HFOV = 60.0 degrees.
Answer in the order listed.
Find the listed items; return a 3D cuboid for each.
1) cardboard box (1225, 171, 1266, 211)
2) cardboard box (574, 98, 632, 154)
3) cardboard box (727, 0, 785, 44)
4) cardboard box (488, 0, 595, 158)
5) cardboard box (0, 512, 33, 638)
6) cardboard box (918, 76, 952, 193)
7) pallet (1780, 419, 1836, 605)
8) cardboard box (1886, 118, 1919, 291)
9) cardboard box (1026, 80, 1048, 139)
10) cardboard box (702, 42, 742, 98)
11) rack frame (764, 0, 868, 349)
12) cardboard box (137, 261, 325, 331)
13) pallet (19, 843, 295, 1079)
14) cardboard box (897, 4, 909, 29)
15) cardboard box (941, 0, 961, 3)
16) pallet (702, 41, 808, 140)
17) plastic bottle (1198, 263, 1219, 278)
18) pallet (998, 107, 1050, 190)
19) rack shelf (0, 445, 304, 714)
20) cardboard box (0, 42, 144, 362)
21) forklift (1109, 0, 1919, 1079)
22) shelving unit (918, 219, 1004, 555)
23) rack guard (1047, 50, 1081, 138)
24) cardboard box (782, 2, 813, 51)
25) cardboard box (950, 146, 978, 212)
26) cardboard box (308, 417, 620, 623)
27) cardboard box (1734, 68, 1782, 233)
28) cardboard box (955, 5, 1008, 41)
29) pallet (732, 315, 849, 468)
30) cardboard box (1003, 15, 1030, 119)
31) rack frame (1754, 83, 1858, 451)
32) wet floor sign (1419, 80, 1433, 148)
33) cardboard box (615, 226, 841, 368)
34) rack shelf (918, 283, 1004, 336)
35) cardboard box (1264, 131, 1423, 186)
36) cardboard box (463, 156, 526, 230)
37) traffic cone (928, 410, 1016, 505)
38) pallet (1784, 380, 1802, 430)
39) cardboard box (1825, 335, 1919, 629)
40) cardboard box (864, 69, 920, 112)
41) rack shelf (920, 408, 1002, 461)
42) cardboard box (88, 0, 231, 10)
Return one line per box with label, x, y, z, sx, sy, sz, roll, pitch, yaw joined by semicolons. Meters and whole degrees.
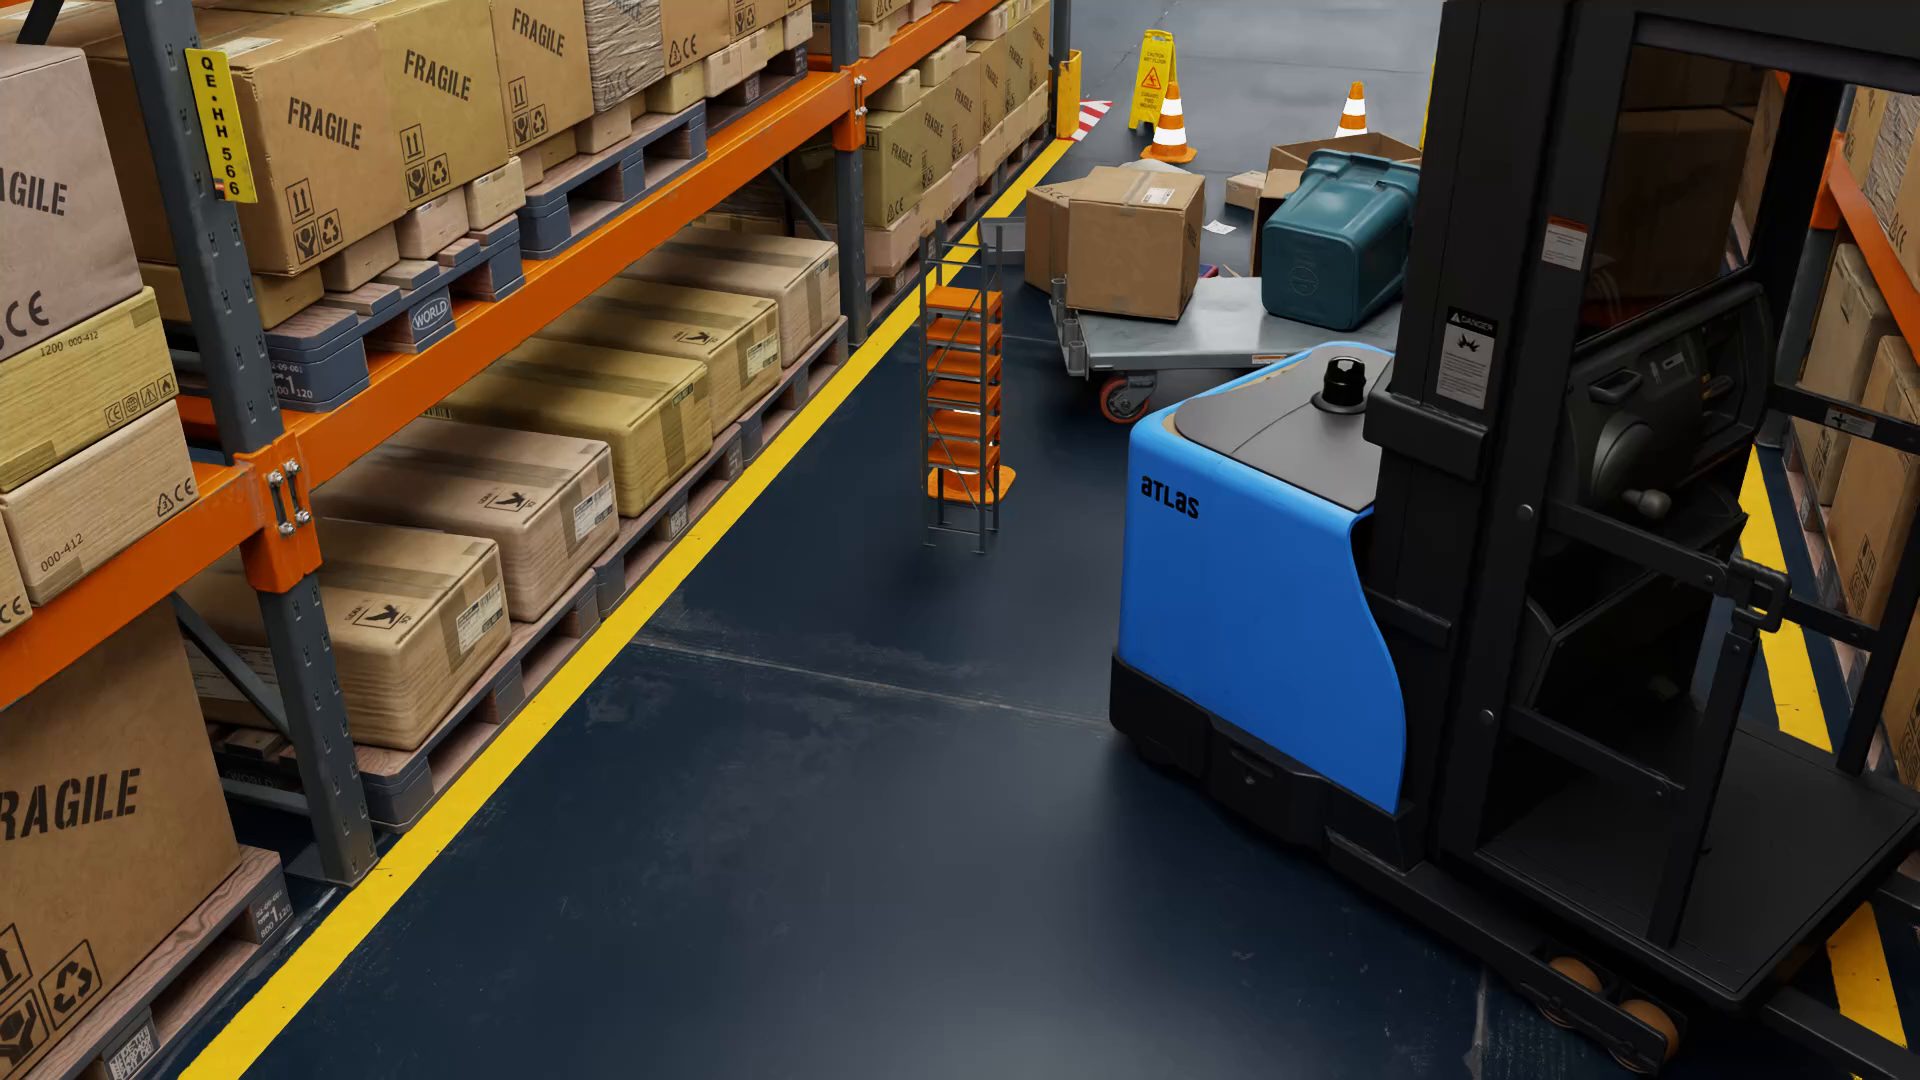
cardboard box;1.782;-2.030;9.747;0.250;0.149;0.380;-24;37;-37
cardboard box;-1.319;-1.398;5.503;0.380;0.149;0.250;9;30;16
cardboard box;-0.999;-2.193;6.267;0.500;0.500;0.500;9;30;15
cardboard box;-1.463;-1.480;4.983;0.500;0.500;0.500;9;30;16
cardboard box;-2.148;0.122;3.100;0.500;0.250;0.500;9;30;16
cardboard box;-0.361;-2.110;8.582;0.500;0.500;0.500;10;31;17
pallet;3.669;-0.067;6.153;1.003;0.211;1.213;8;30;15
cardboard box;3.115;-1.026;4.906;0.500;0.500;0.500;8;30;15
cardboard box;0.249;-2.730;10.468;0.500;0.250;0.500;8;30;15
cardboard box;-1.033;-1.746;6.129;0.380;0.149;0.250;9;30;15
rack frame;-0.938;-2.314;7.325;1.000;3.000;0.127;8;30;15
cardboard box;-1.839;-0.654;4.166;0.380;0.149;0.250;7;30;12
pallet;-2.416;1.119;4.022;1.003;0.211;1.213;8;30;15
cardboard box;-0.466;-2.558;8.021;0.380;0.149;0.250;8;30;15
cardboard box;-0.155;-2.898;8.633;0.380;0.149;0.250;9;30;15
pallet;-1.302;-1.896;6.770;1.003;0.211;1.213;8;30;15
plastic bottle;1.233;-1.362;8.636;0.133;0.061;0.283;14;32;23
pallet;-0.059;-2.547;10.611;1.003;0.211;1.213;8;30;15
rack shelf;-2.700;0.788;2.487;1.077;0.370;4.000;8;30;15
cardboard box;-2.014;-0.658;3.217;0.500;0.500;0.500;8;30;14
forklift;1.811;-0.293;3.761;1.130;2.935;3.031;-23;37;-35
shelving unit;0.004;-0.531;5.970;0.258;1.200;0.189;8;30;15
rack guard;0.213;-3.045;11.210;1.175;0.500;0.348;8;30;15
cardboard box;-0.826;-2.109;6.783;0.380;0.149;0.250;9;30;16
cardboard box;-0.208;-2.028;9.207;0.500;0.250;0.500;8;30;14
cardboard box;-1.728;-0.096;5.608;0.950;0.372;0.625;8;30;14
cardboard box;4.605;-2.035;8.576;0.875;0.875;0.875;8;30;14
cardboard box;0.050;-2.938;9.403;0.380;0.149;0.250;10;31;17
pallet;-1.166;-0.734;7.352;1.003;0.211;1.213;8;30;15
cardboard box;0.100;-2.830;9.877;0.500;0.500;0.500;10;31;17
rack frame;3.823;-1.655;6.139;1.000;3.000;0.127;8;30;15
wet floor sign;3.113;-2.781;10.585;0.267;0.644;0.232;3;29;6
cardboard box;-1.090;-1.105;7.422;0.950;0.372;0.625;9;30;16
rack shelf;0.004;-0.807;5.817;0.258;0.103;0.180;8;30;15
cardboard box;2.140;-1.905;9.156;0.797;0.503;0.637;-12;31;-20
cardboard box;-1.499;-1.026;4.835;0.380;0.149;0.250;9;30;15
traffic cone;0.036;-0.430;6.546;0.336;0.463;0.334;8;30;15
pallet;4.121;-0.778;7.432;1.003;0.211;1.213;8;30;15
cardboard box;3.440;-0.106;5.238;1.050;0.750;0.750;8;30;15
cardboard box;-0.413;-2.193;8.064;0.380;0.149;0.250;9;30;16
rack shelf;0.004;-0.387;6.050;0.258;0.103;0.180;8;30;15
cardboard box;-2.104;-1.305;4.670;0.500;0.500;0.500;8;30;14
